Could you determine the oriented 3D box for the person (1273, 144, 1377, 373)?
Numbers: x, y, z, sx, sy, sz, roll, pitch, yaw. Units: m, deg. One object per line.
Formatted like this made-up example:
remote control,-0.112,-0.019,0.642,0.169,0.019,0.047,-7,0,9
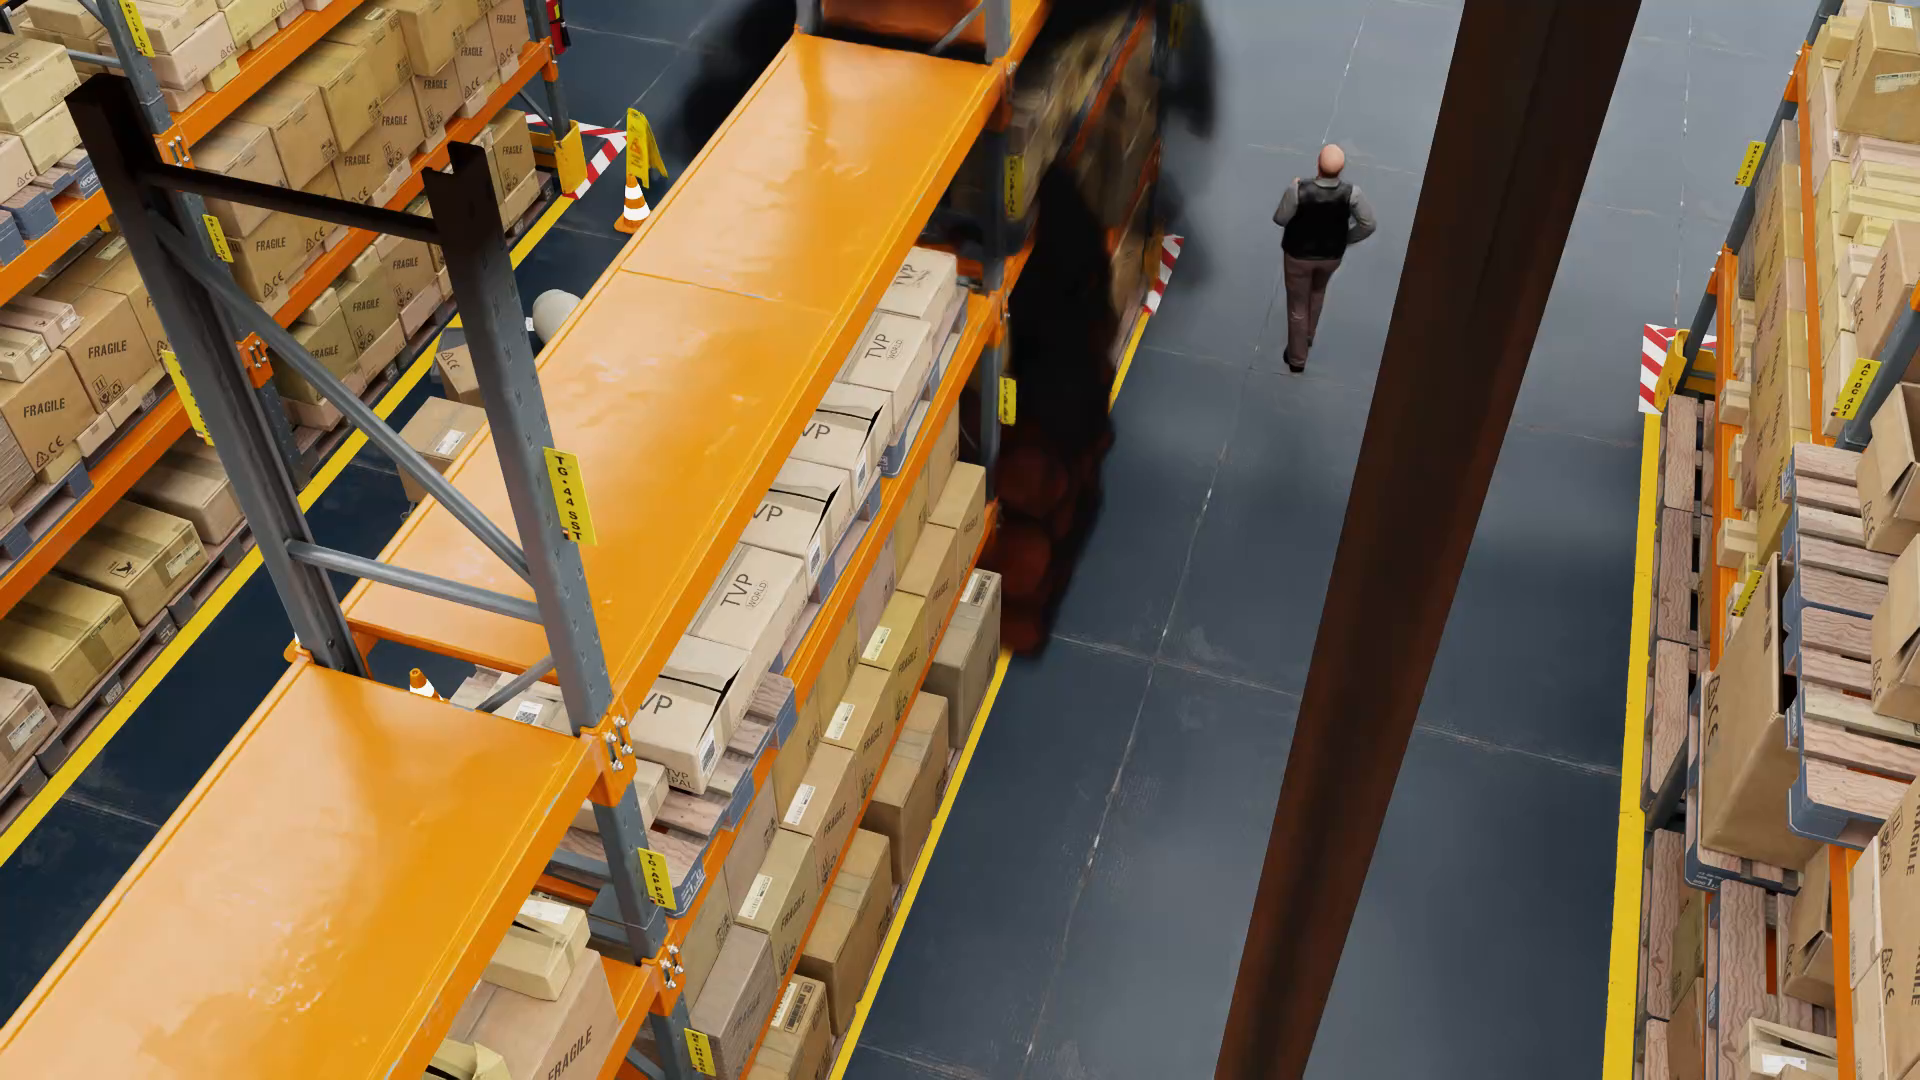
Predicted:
person,2.426,-1.951,11.477,0.637,1.830,0.695,-4,46,-4
